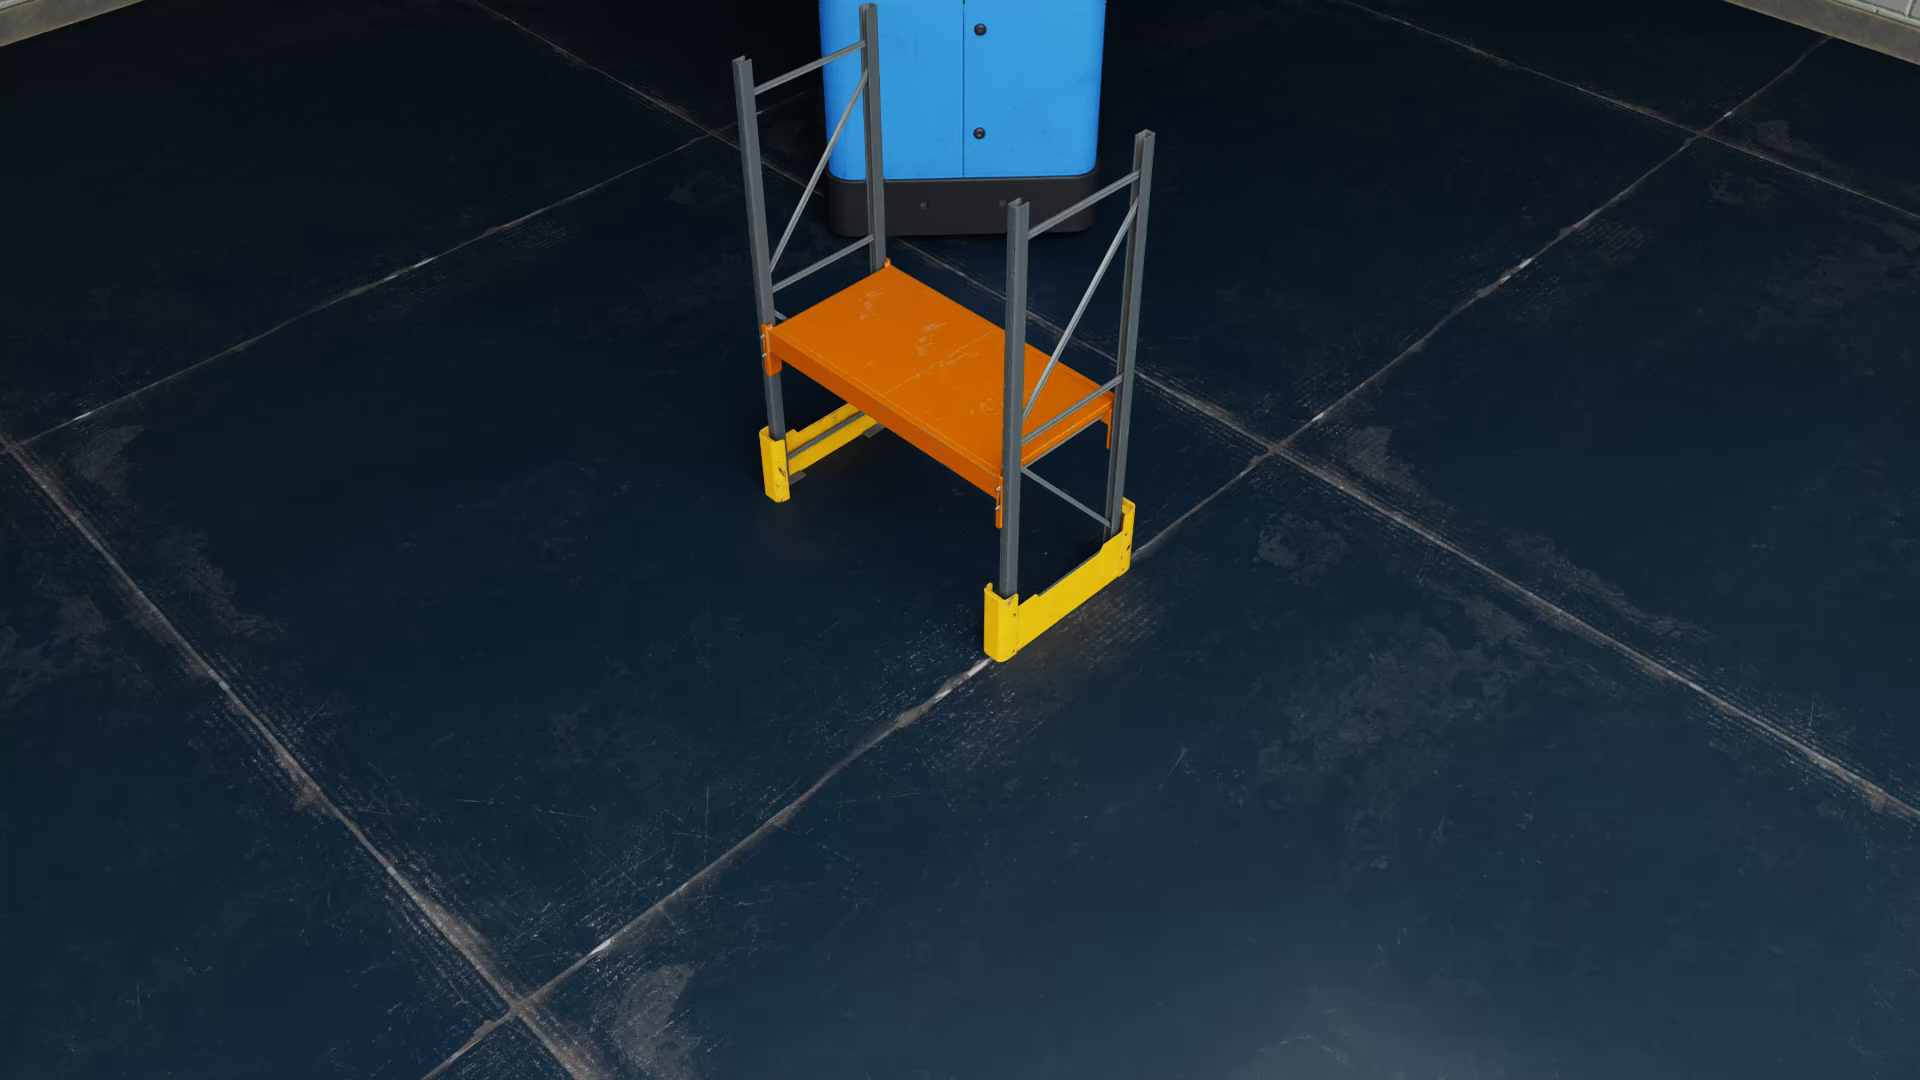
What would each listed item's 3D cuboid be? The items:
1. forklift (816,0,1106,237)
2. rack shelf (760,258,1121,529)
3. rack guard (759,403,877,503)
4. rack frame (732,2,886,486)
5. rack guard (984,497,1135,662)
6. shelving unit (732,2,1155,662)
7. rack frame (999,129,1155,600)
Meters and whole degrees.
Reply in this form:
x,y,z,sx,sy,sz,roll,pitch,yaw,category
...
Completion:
x,y,z,sx,sy,sz,roll,pitch,yaw,category
-0.048,-3.229,6.585,1.130,2.935,3.031,-2,43,-2,forklift
-0.060,-0.460,4.907,0.538,0.185,1.000,-34,53,-31,rack shelf
-0.406,-0.368,5.464,0.587,0.250,0.087,-34,53,-31,rack guard
-0.419,-0.836,5.050,0.500,1.500,0.032,-34,53,-31,rack frame
0.298,0.111,4.946,0.587,0.250,0.087,-34,53,-31,rack guard
-0.054,-0.587,4.781,0.587,1.500,1.083,-34,53,-31,shelving unit
0.299,-0.348,4.521,0.500,1.500,0.032,-34,53,-31,rack frame
